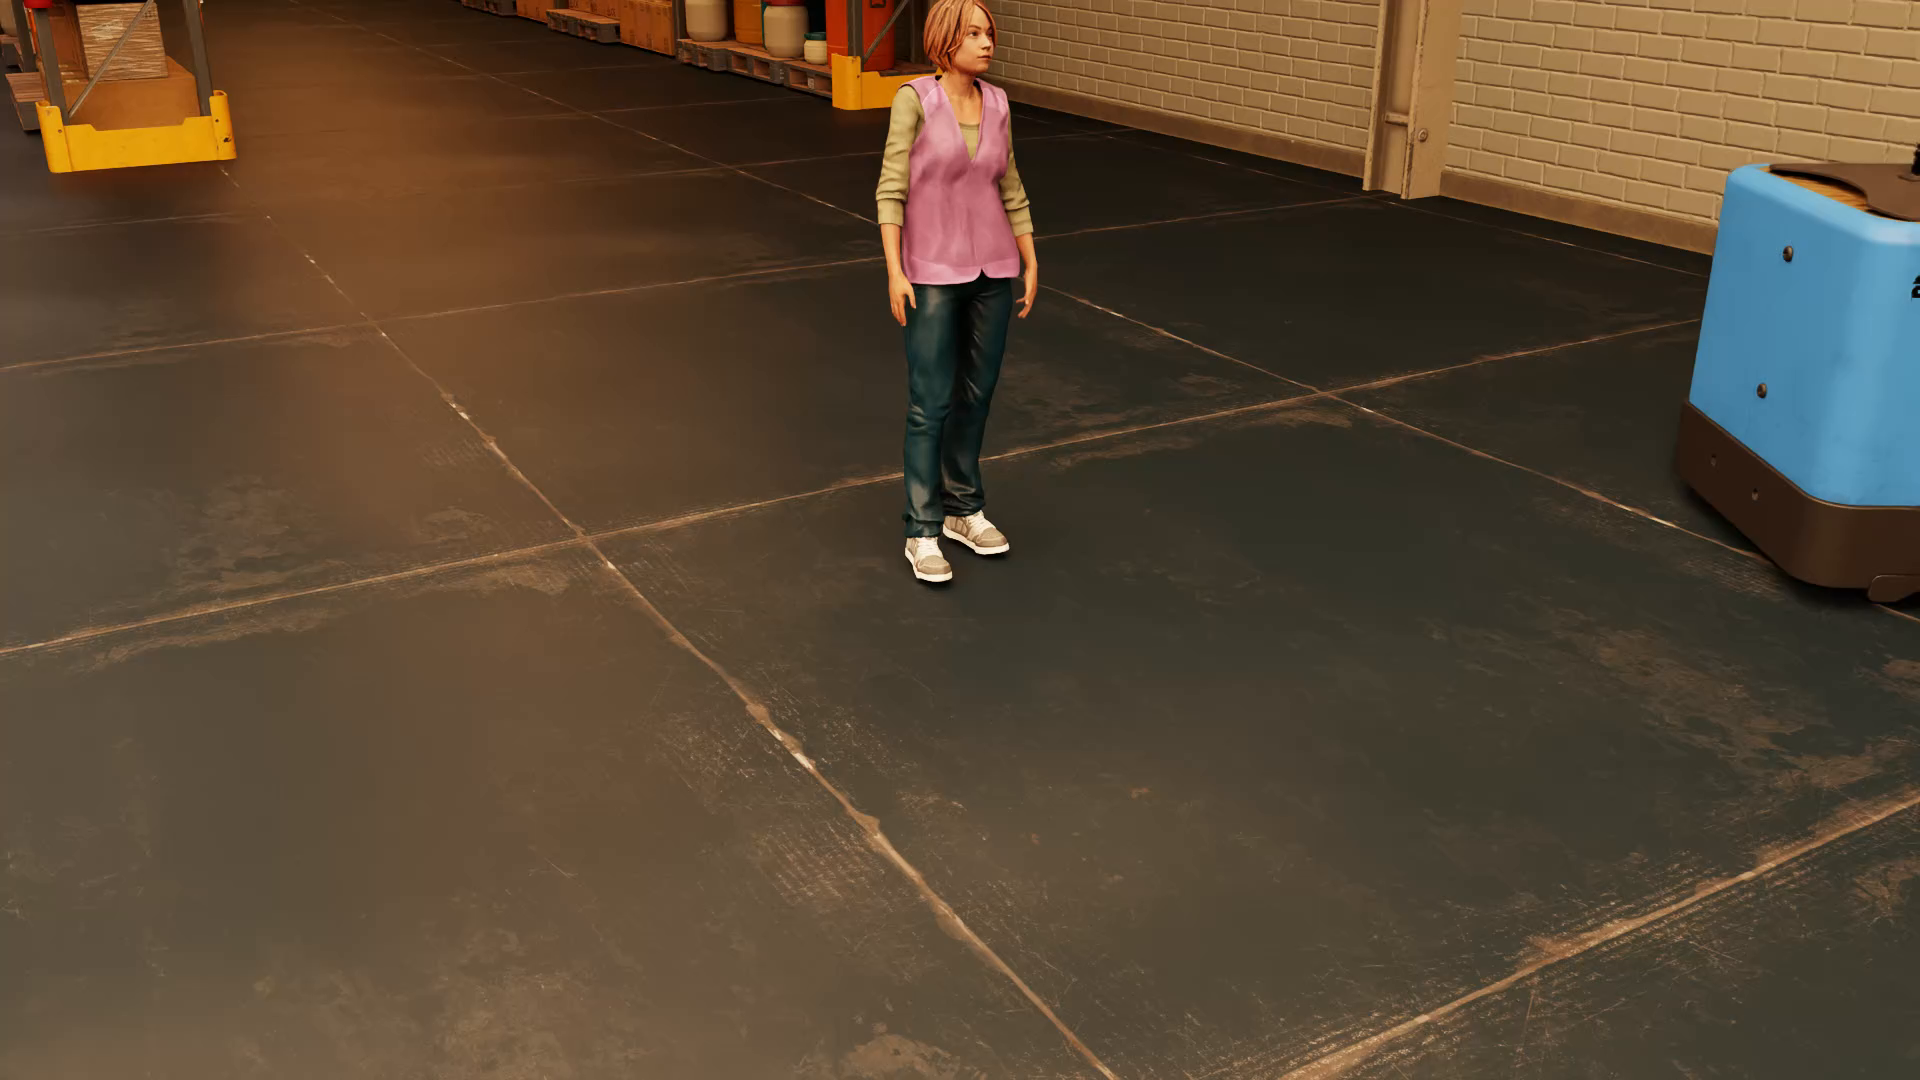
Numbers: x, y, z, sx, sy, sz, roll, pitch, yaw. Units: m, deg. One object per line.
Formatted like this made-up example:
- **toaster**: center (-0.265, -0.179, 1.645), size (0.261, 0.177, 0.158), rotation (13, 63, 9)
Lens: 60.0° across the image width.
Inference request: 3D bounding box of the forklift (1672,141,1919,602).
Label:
- **forklift**: center (3.866, -1.346, 4.553), size (3.031, 2.935, 1.130), rotation (0, 22, 1)

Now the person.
- **person**: center (0.026, -0.718, 4.763), size (0.521, 1.599, 0.473), rotation (-12, 25, -28)
